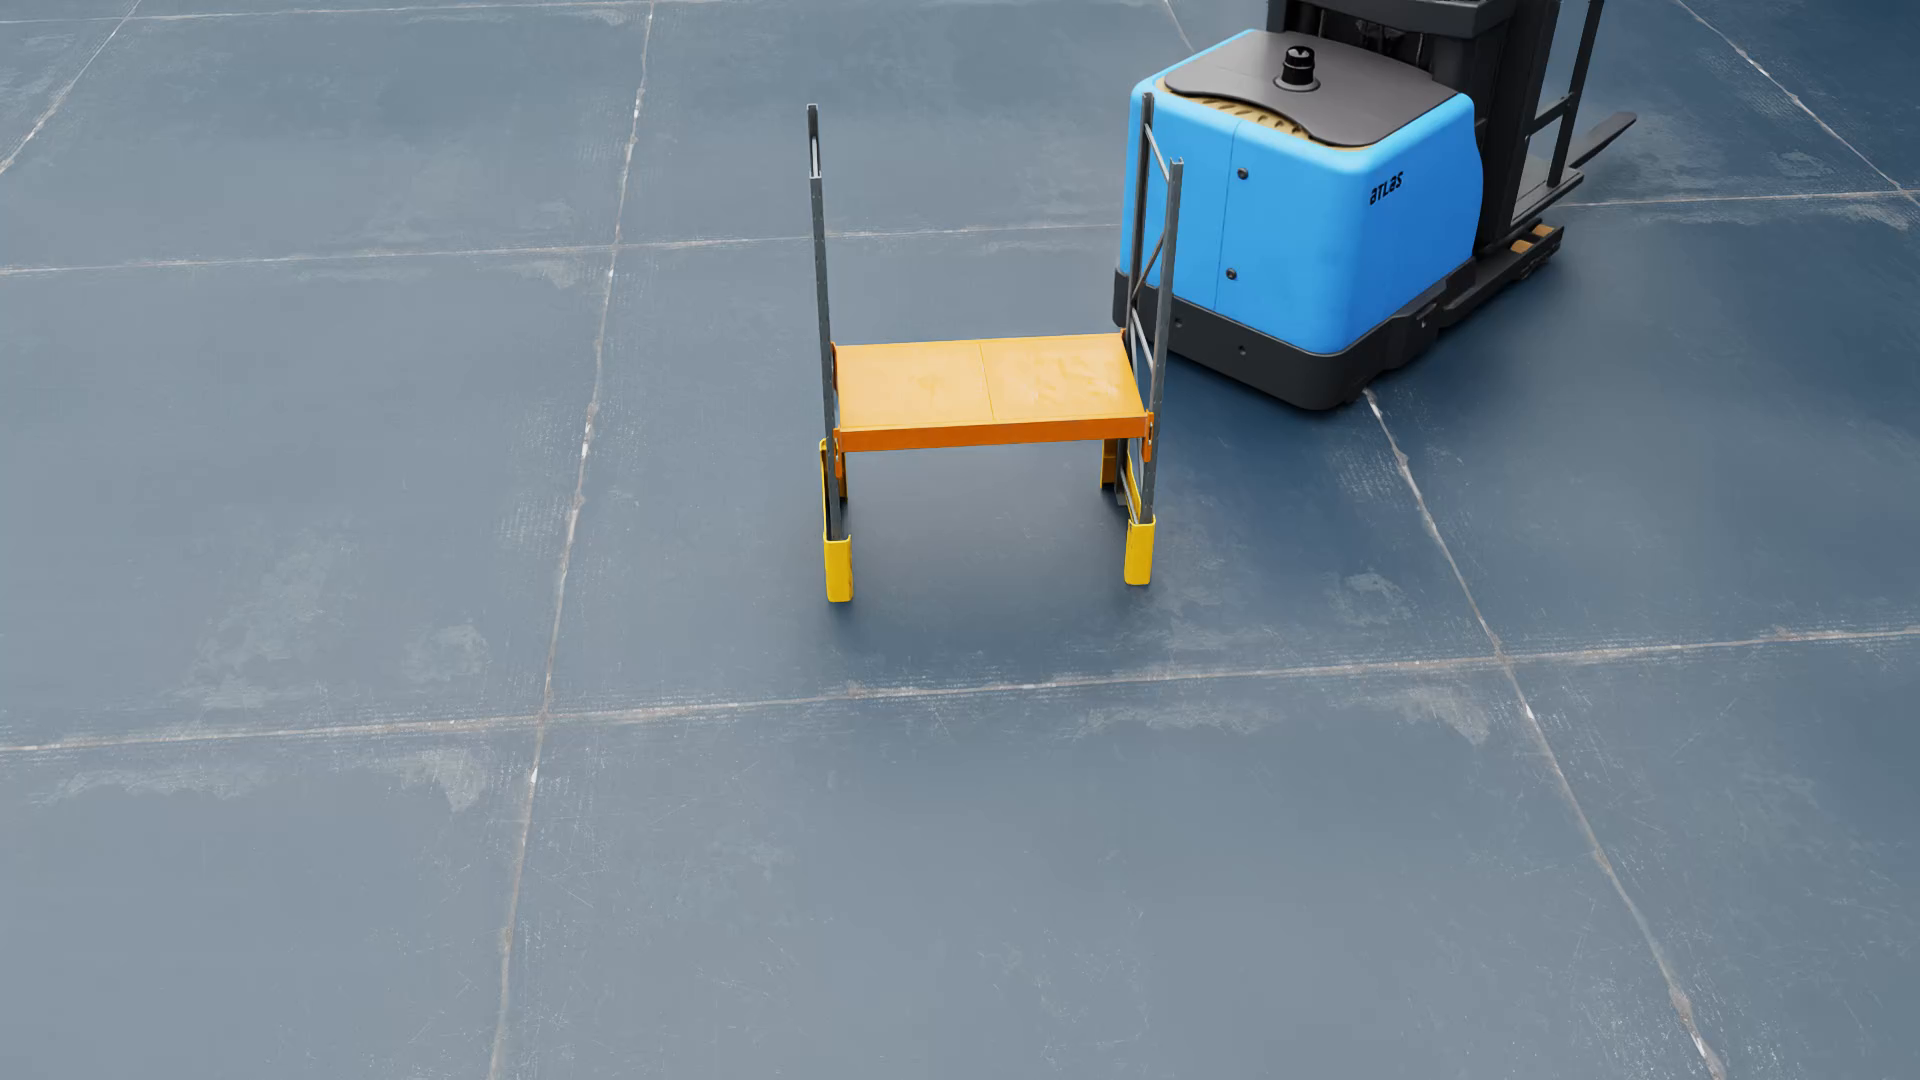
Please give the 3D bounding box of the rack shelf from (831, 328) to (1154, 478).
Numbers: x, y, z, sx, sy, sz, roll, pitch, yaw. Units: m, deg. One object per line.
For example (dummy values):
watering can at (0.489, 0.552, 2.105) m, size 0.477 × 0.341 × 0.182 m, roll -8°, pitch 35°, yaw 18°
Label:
rack shelf at (0.085, -0.452, 5.403) m, size 1.000 × 0.185 × 0.538 m, roll -3°, pitch 38°, yaw -4°

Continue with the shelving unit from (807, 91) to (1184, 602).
shelving unit at (0.076, -0.593, 5.291) m, size 1.083 × 1.500 × 0.587 m, roll -3°, pitch 38°, yaw -4°

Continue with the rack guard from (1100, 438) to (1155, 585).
rack guard at (0.572, -0.130, 5.712) m, size 0.087 × 0.250 × 0.587 m, roll -3°, pitch 38°, yaw -4°

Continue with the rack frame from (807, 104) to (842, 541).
rack frame at (-0.421, -0.566, 5.256) m, size 0.032 × 1.500 × 0.500 m, roll -3°, pitch 38°, yaw -4°

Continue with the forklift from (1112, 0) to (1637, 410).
forklift at (1.984, -2.465, 6.508) m, size 1.130 × 2.935 × 3.031 m, roll 29°, pitch 47°, yaw 32°

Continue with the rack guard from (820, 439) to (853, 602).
rack guard at (-0.420, -0.075, 5.643) m, size 0.087 × 0.250 × 0.587 m, roll -3°, pitch 38°, yaw -4°

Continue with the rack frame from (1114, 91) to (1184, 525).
rack frame at (0.591, -0.621, 5.327) m, size 0.032 × 1.500 × 0.500 m, roll -3°, pitch 38°, yaw -4°
